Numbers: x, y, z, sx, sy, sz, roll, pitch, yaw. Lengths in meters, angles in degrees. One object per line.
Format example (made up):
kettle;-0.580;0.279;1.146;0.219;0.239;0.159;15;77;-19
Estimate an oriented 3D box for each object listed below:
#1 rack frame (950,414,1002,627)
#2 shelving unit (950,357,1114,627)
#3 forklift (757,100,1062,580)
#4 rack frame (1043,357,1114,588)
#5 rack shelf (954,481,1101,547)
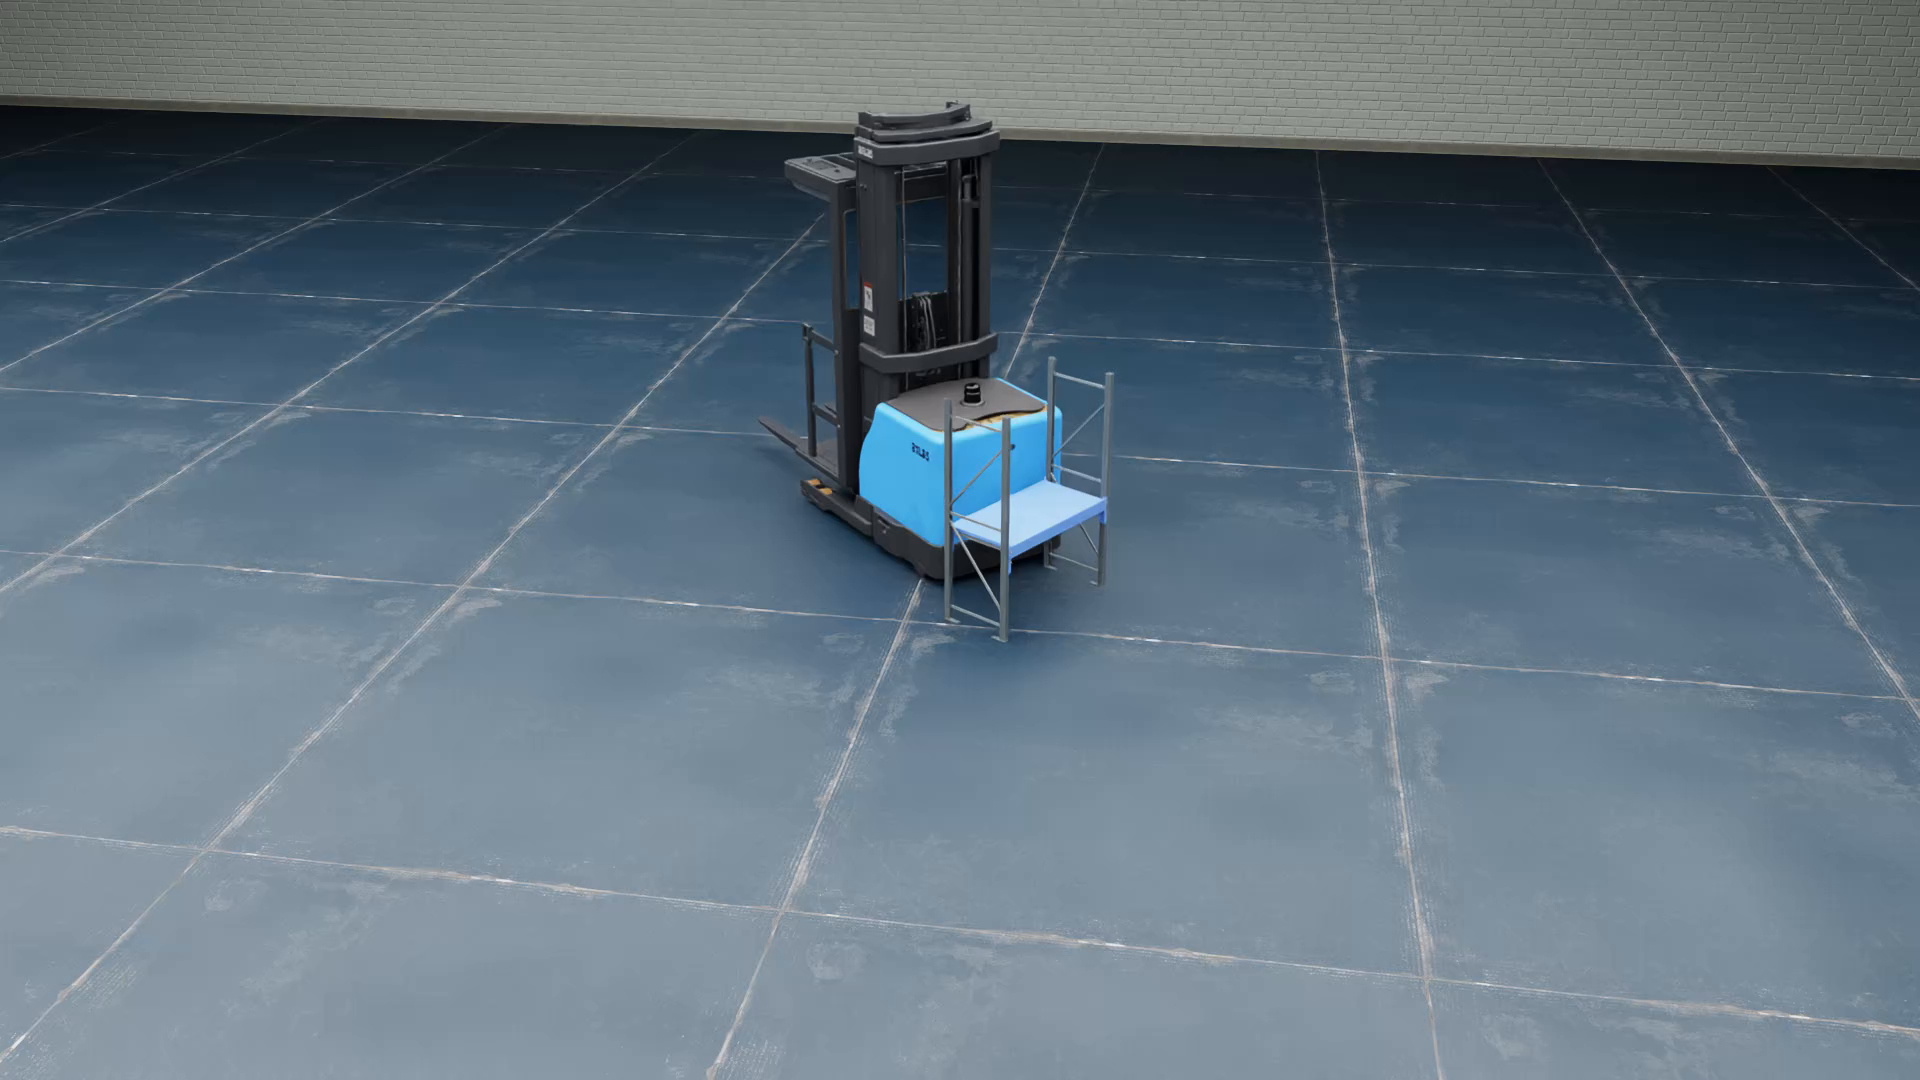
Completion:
rack frame;0.100;-0.107;10.210;0.475;1.308;0.013;20;32;36
shelving unit;0.437;-0.271;10.559;0.500;1.500;1.039;20;32;36
forklift;-0.522;-1.641;11.799;1.130;2.935;3.031;-15;29;-29
rack frame;0.768;-0.432;10.903;0.500;1.500;0.032;20;32;36
rack shelf;0.434;-0.167;10.604;0.459;0.026;0.952;20;32;36
